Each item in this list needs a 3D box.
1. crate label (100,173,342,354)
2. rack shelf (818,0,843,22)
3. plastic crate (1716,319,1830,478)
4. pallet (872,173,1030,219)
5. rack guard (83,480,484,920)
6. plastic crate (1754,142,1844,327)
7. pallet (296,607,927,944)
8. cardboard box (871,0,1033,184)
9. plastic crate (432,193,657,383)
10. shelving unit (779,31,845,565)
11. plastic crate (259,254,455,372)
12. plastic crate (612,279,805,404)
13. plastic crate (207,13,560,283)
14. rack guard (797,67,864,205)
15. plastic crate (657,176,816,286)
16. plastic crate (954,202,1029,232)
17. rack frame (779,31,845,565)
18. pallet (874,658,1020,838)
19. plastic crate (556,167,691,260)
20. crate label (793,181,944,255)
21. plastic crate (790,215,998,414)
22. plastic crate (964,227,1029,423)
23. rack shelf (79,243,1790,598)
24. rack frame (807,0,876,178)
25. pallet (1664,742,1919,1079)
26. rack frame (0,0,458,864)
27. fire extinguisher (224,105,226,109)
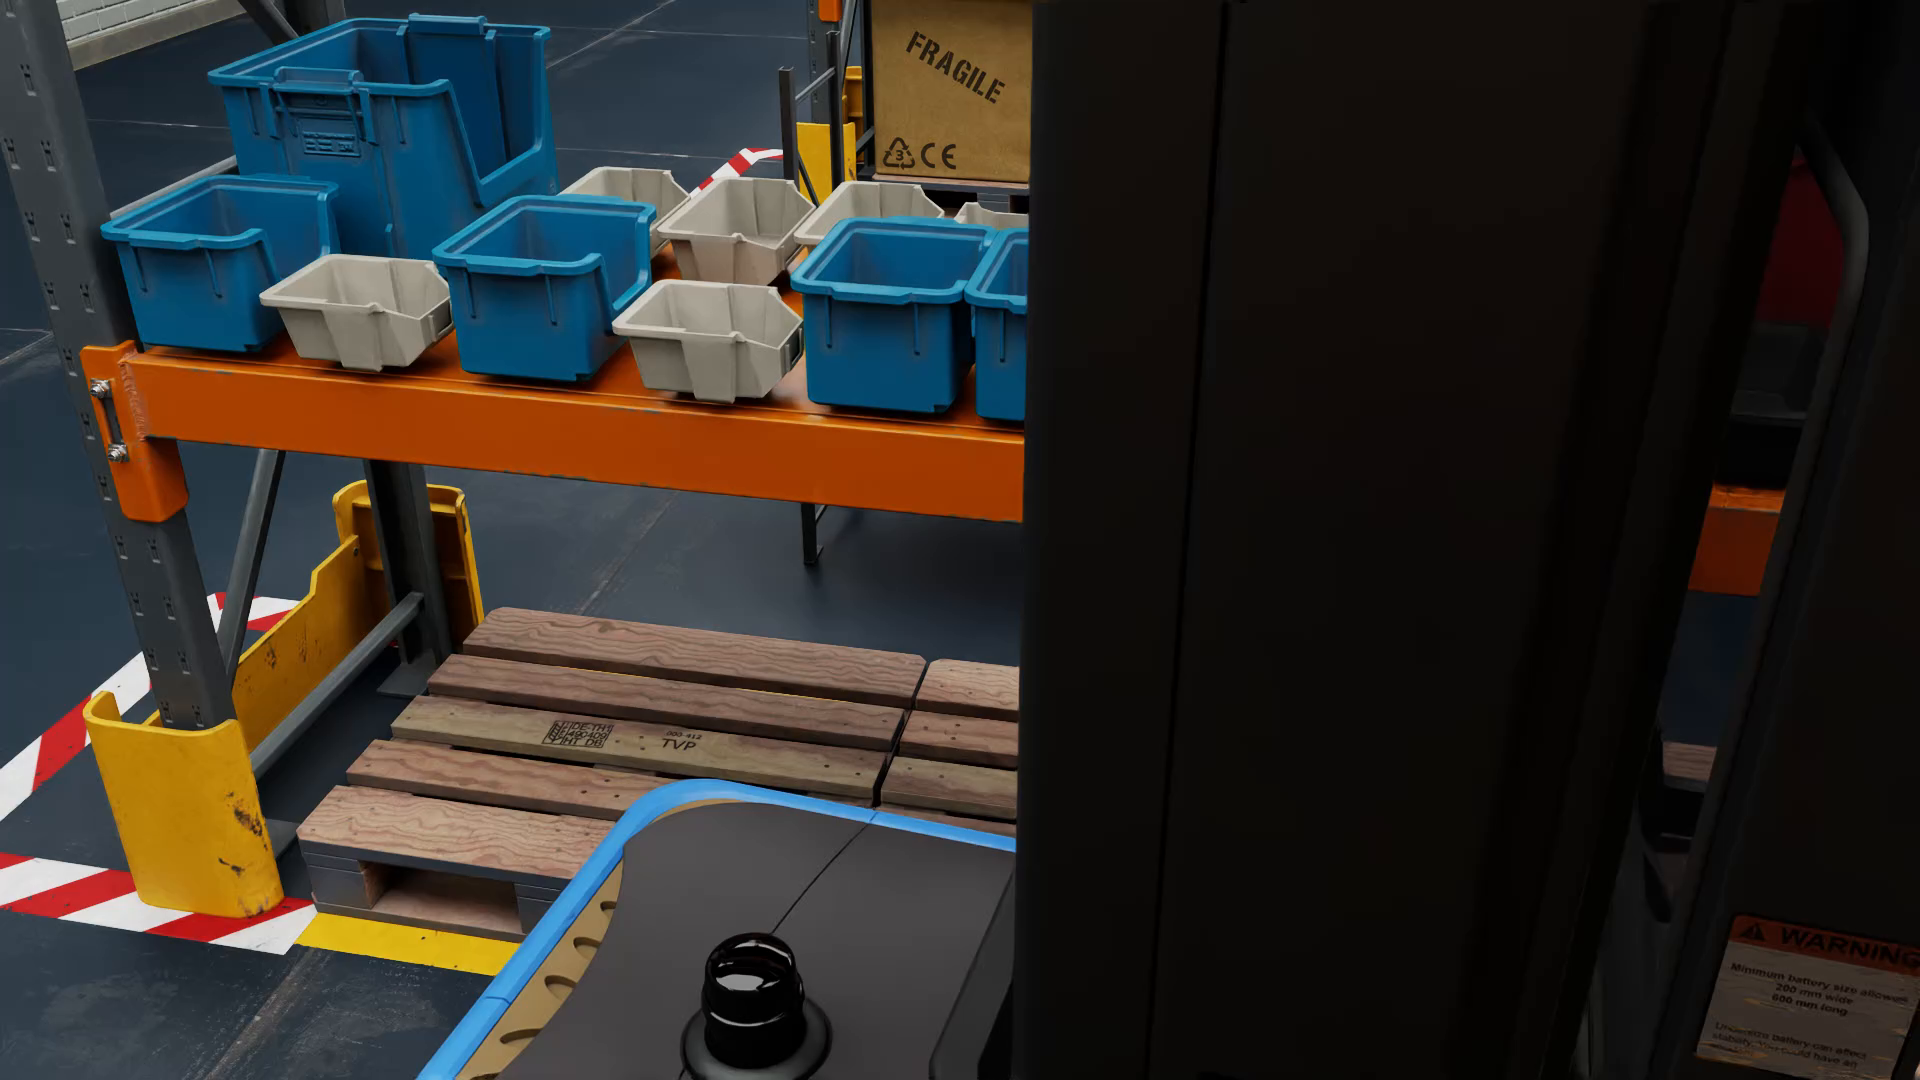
[{"bbox_3d":[-1.396,-0.533,3.212,0.303,0.233,0.416,6,29,11],"label":"crate label"},{"bbox_3d":[1.421,-2.570,7.569,4.000,0.370,1.077,6,29,11],"label":"rack shelf"},{"bbox_3d":[1.192,-0.250,2.808,0.590,0.125,0.437,6,29,11],"label":"plastic crate"},{"bbox_3d":[0.264,-1.819,8.353,1.213,0.211,1.003,6,29,11],"label":"pallet"},{"bbox_3d":[-1.595,0.340,4.108,0.348,0.500,1.175,6,29,11],"label":"rack guard"},{"bbox_3d":[1.522,-0.620,3.130,0.583,0.464,0.402,6,29,11],"label":"plastic crate"},{"bbox_3d":[-0.771,0.564,4.000,1.213,0.211,1.003,6,29,11],"label":"pallet"},{"bbox_3d":[0.108,-2.311,8.124,0.875,0.875,0.875,6,29,11],"label":"cardboard box"},{"bbox_3d":[-0.753,-0.467,3.092,0.300,0.233,0.416,6,29,11],"label":"plastic crate"},{"bbox_3d":[0.083,-0.649,4.874,1.048,1.500,0.538,6,29,11],"label":"shelving unit"},{"bbox_3d":[-1.100,-0.420,3.106,0.298,0.136,0.250,6,29,11],"label":"plastic crate"},{"bbox_3d":[-0.437,-0.352,2.982,0.298,0.136,0.250,6,29,11],"label":"plastic crate"},{"bbox_3d":[-1.203,-0.856,3.590,0.499,0.435,0.616,6,29,11],"label":"plastic crate"},{"bbox_3d":[-0.558,-1.992,8.368,0.348,0.500,1.175,6,29,11],"label":"rack guard"},{"bbox_3d":[-0.453,-0.638,3.504,0.243,0.136,0.396,6,29,11],"label":"plastic crate"},{"bbox_3d":[0.118,-0.600,3.435,0.250,0.136,0.298,6,29,11],"label":"plastic crate"},{"bbox_3d":[-0.414,-0.700,4.967,0.032,1.500,0.500,6,29,11],"label":"rack frame"},{"bbox_3d":[0.419,0.688,3.774,1.213,0.211,1.003,6,29,11],"label":"pallet"},{"bbox_3d":[-0.734,-0.674,3.569,0.243,0.136,0.396,6,29,11],"label":"plastic crate"},{"bbox_3d":[-0.176,-0.621,3.474,0.243,0.136,0.396,6,29,11],"label":"crate label"},{"bbox_3d":[-0.109,-0.401,2.971,0.300,0.233,0.416,6,29,11],"label":"plastic crate"},{"bbox_3d":[0.185,-0.371,2.916,0.300,0.233,0.416,6,29,11],"label":"plastic crate"},{"bbox_3d":[0.387,-0.244,3.321,4.000,0.370,1.077,6,29,11],"label":"rack shelf"},{"bbox_3d":[-0.535,-3.086,7.763,0.127,3.000,1.000,6,29,11],"label":"rack frame"},{"bbox_3d":[1.616,0.809,3.553,1.213,0.211,1.003,6,29,11],"label":"pallet"},{"bbox_3d":[-1.569,-0.760,3.514,0.127,3.000,1.000,6,29,11],"label":"rack frame"},{"bbox_3d":[-1.622,-0.791,4.040,0.183,0.674,0.296,6,29,11],"label":"fire extinguisher"}]
